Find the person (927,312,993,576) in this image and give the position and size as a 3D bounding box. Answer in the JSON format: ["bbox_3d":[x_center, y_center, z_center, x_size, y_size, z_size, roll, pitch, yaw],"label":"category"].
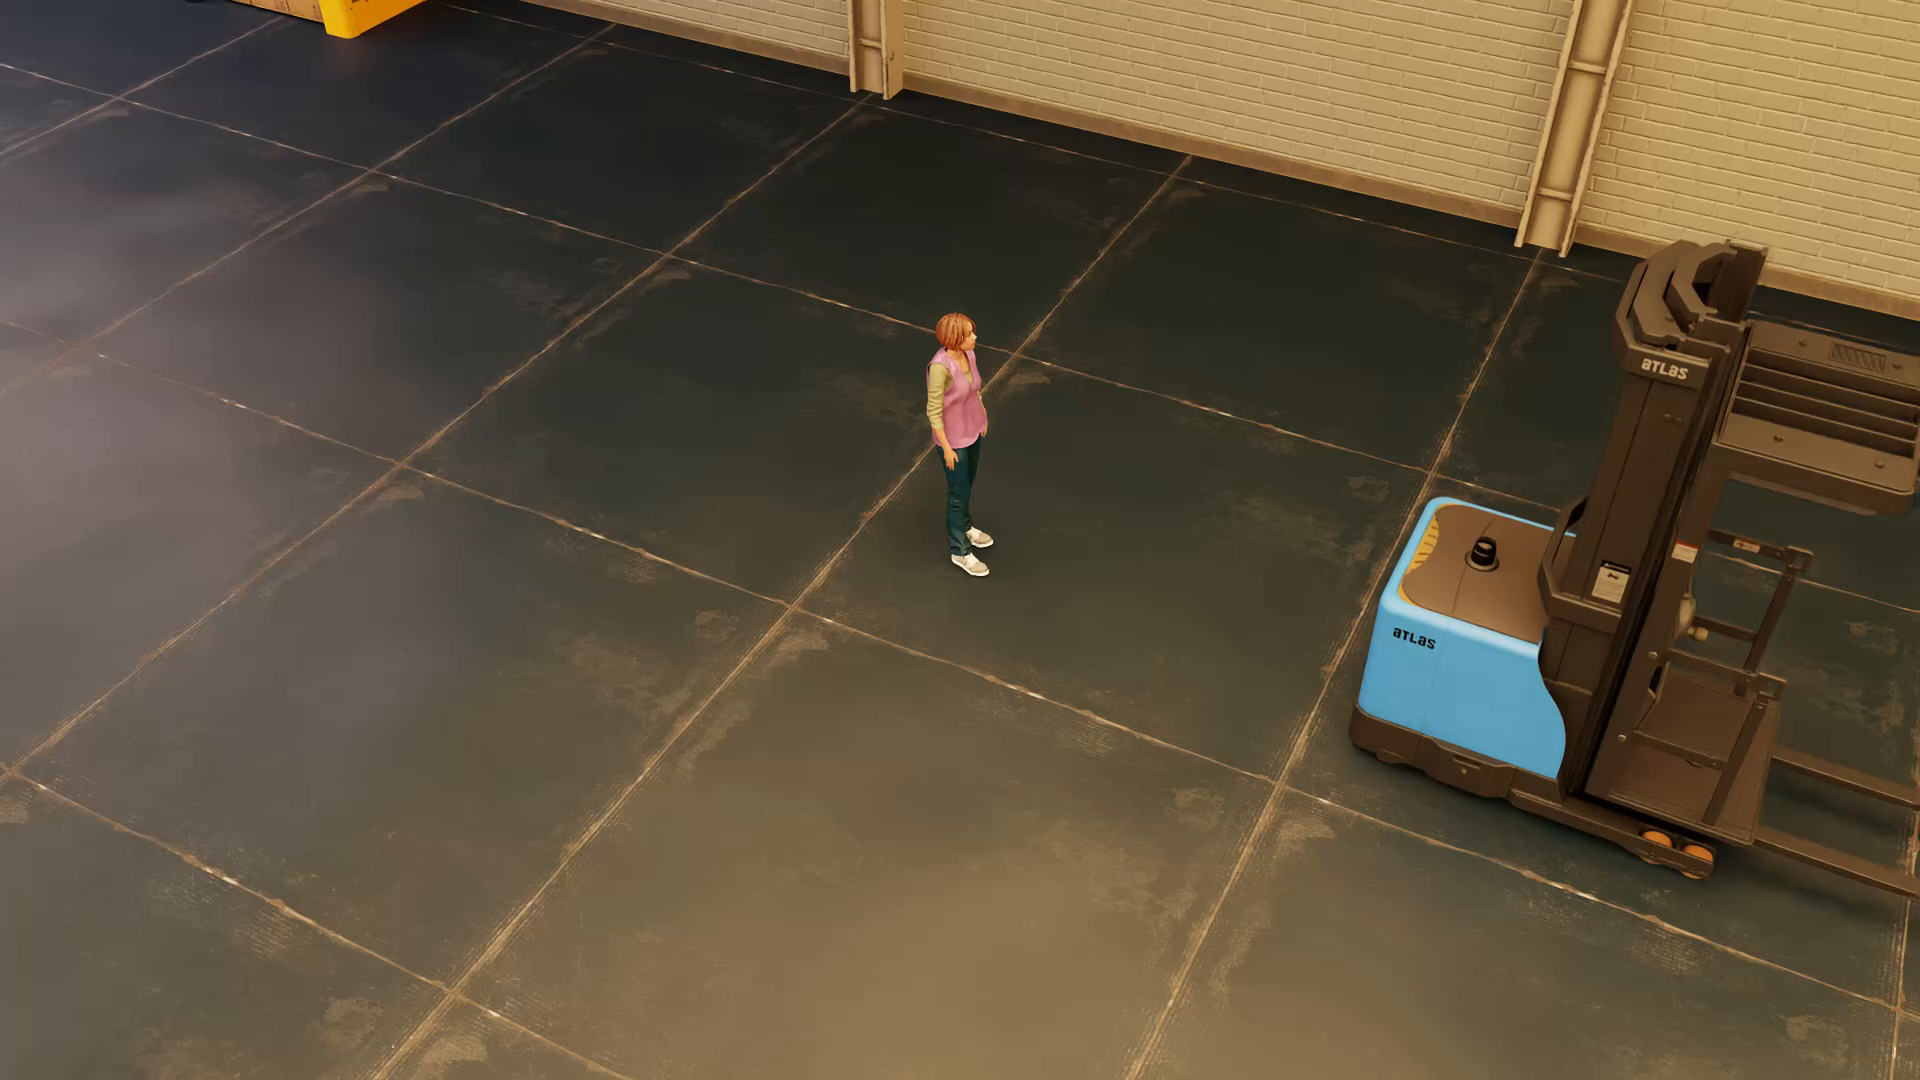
[{"bbox_3d":[0.059,-0.587,9.707,0.476,1.597,0.520,18,43,21],"label":"person"}]

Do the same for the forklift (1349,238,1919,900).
[{"bbox_3d":[3.629,0.166,7.789,3.031,2.935,1.130,19,44,21],"label":"forklift"}]
